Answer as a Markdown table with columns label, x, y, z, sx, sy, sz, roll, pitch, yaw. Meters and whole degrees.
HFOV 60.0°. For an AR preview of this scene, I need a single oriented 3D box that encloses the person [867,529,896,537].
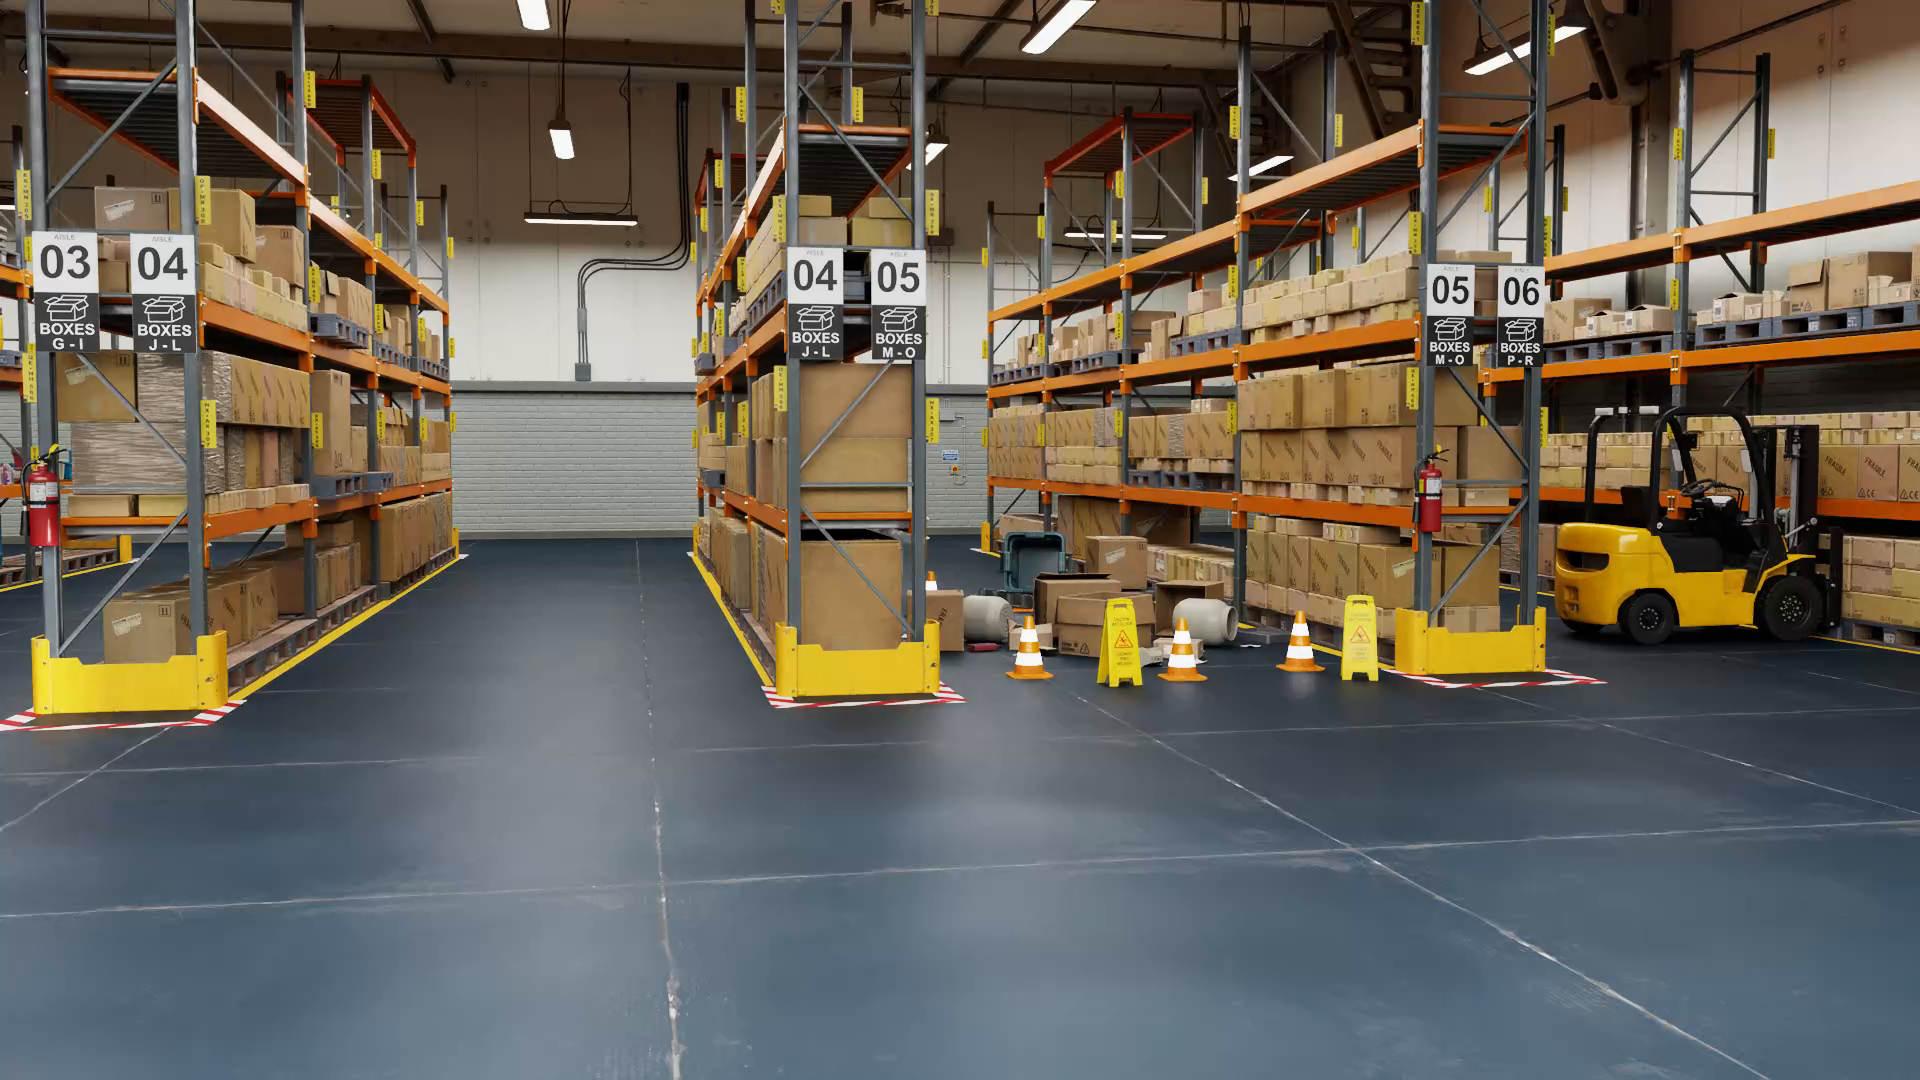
| label | x | y | z | sx | sy | sz | roll | pitch | yaw |
| --- | --- | --- | --- | --- | --- | --- | --- | --- | --- |
| person | -1.032 | -0.263 | 21.339 | 0.488 | 1.663 | 0.686 | -1 | 3 | -10 |
